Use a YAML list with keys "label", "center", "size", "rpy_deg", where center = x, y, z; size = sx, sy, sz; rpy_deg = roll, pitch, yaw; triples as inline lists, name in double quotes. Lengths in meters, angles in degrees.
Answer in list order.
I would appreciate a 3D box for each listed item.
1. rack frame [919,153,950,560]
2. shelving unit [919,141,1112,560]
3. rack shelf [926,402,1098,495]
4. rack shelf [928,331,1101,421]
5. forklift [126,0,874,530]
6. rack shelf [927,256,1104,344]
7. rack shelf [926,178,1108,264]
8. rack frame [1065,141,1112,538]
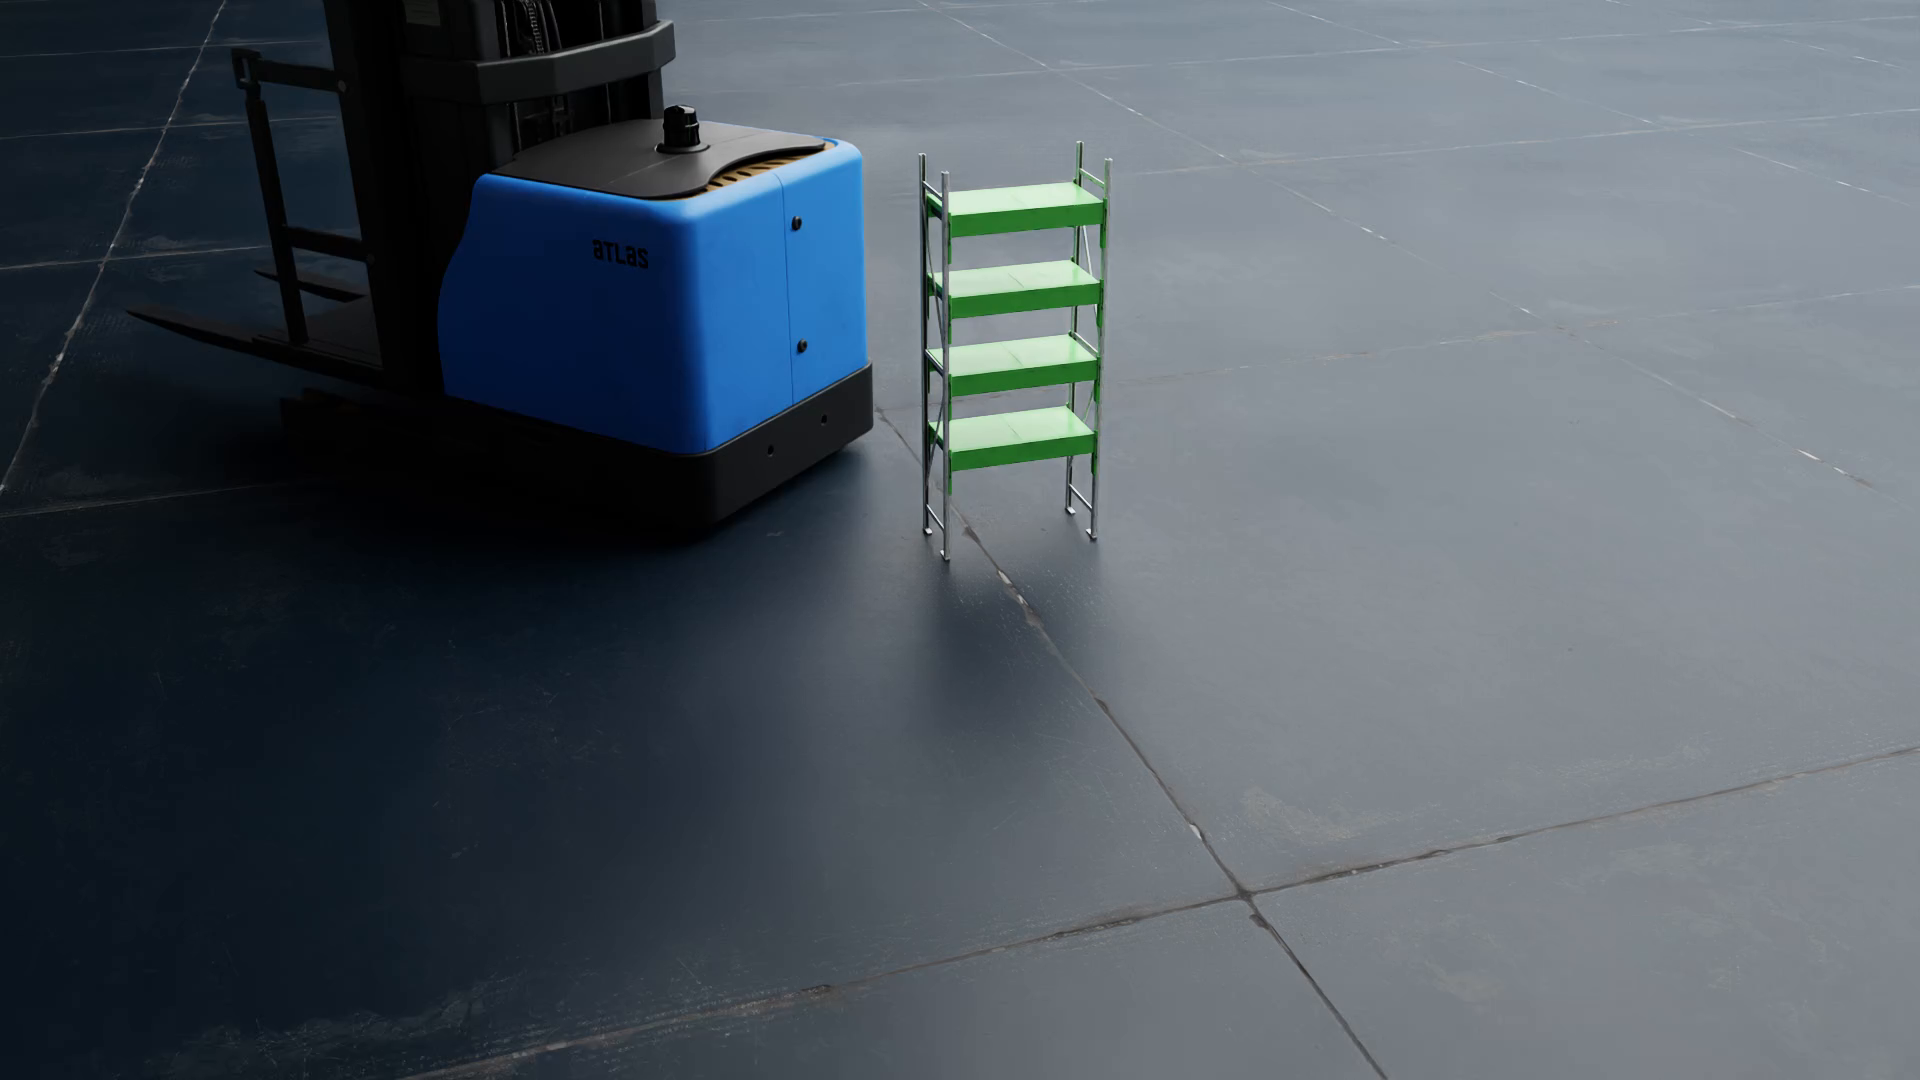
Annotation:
- label: "rack frame"
  center: [-0.075, -0.527, 4.961]
  size: [0.015, 1.200, 0.240]
  rpy_deg: [-8, 28, -16]
- label: "shelving unit"
  center: [0.157, -0.560, 5.029]
  size: [0.503, 1.200, 0.258]
  rpy_deg: [-8, 28, -16]
- label: "rack shelf"
  center: [0.157, -0.288, 5.164]
  size: [0.480, 0.148, 0.258]
  rpy_deg: [-8, 28, -16]
- label: "rack shelf"
  center: [0.157, -0.503, 5.058]
  size: [0.480, 0.148, 0.258]
  rpy_deg: [-8, 28, -16]
- label: "forklift"
  center: [-1.838, -1.814, 5.607]
  size: [3.031, 2.935, 1.130]
  rpy_deg: [15, 30, 27]
- label: "rack shelf"
  center: [0.157, -0.718, 4.951]
  size: [0.480, 0.148, 0.258]
  rpy_deg: [-8, 28, -16]
- label: "rack shelf"
  center: [0.157, -0.933, 4.844]
  size: [0.480, 0.148, 0.258]
  rpy_deg: [-8, 28, -16]
- label: "rack frame"
  center: [0.389, -0.594, 5.097]
  size: [0.015, 1.200, 0.240]
  rpy_deg: [-8, 28, -16]
